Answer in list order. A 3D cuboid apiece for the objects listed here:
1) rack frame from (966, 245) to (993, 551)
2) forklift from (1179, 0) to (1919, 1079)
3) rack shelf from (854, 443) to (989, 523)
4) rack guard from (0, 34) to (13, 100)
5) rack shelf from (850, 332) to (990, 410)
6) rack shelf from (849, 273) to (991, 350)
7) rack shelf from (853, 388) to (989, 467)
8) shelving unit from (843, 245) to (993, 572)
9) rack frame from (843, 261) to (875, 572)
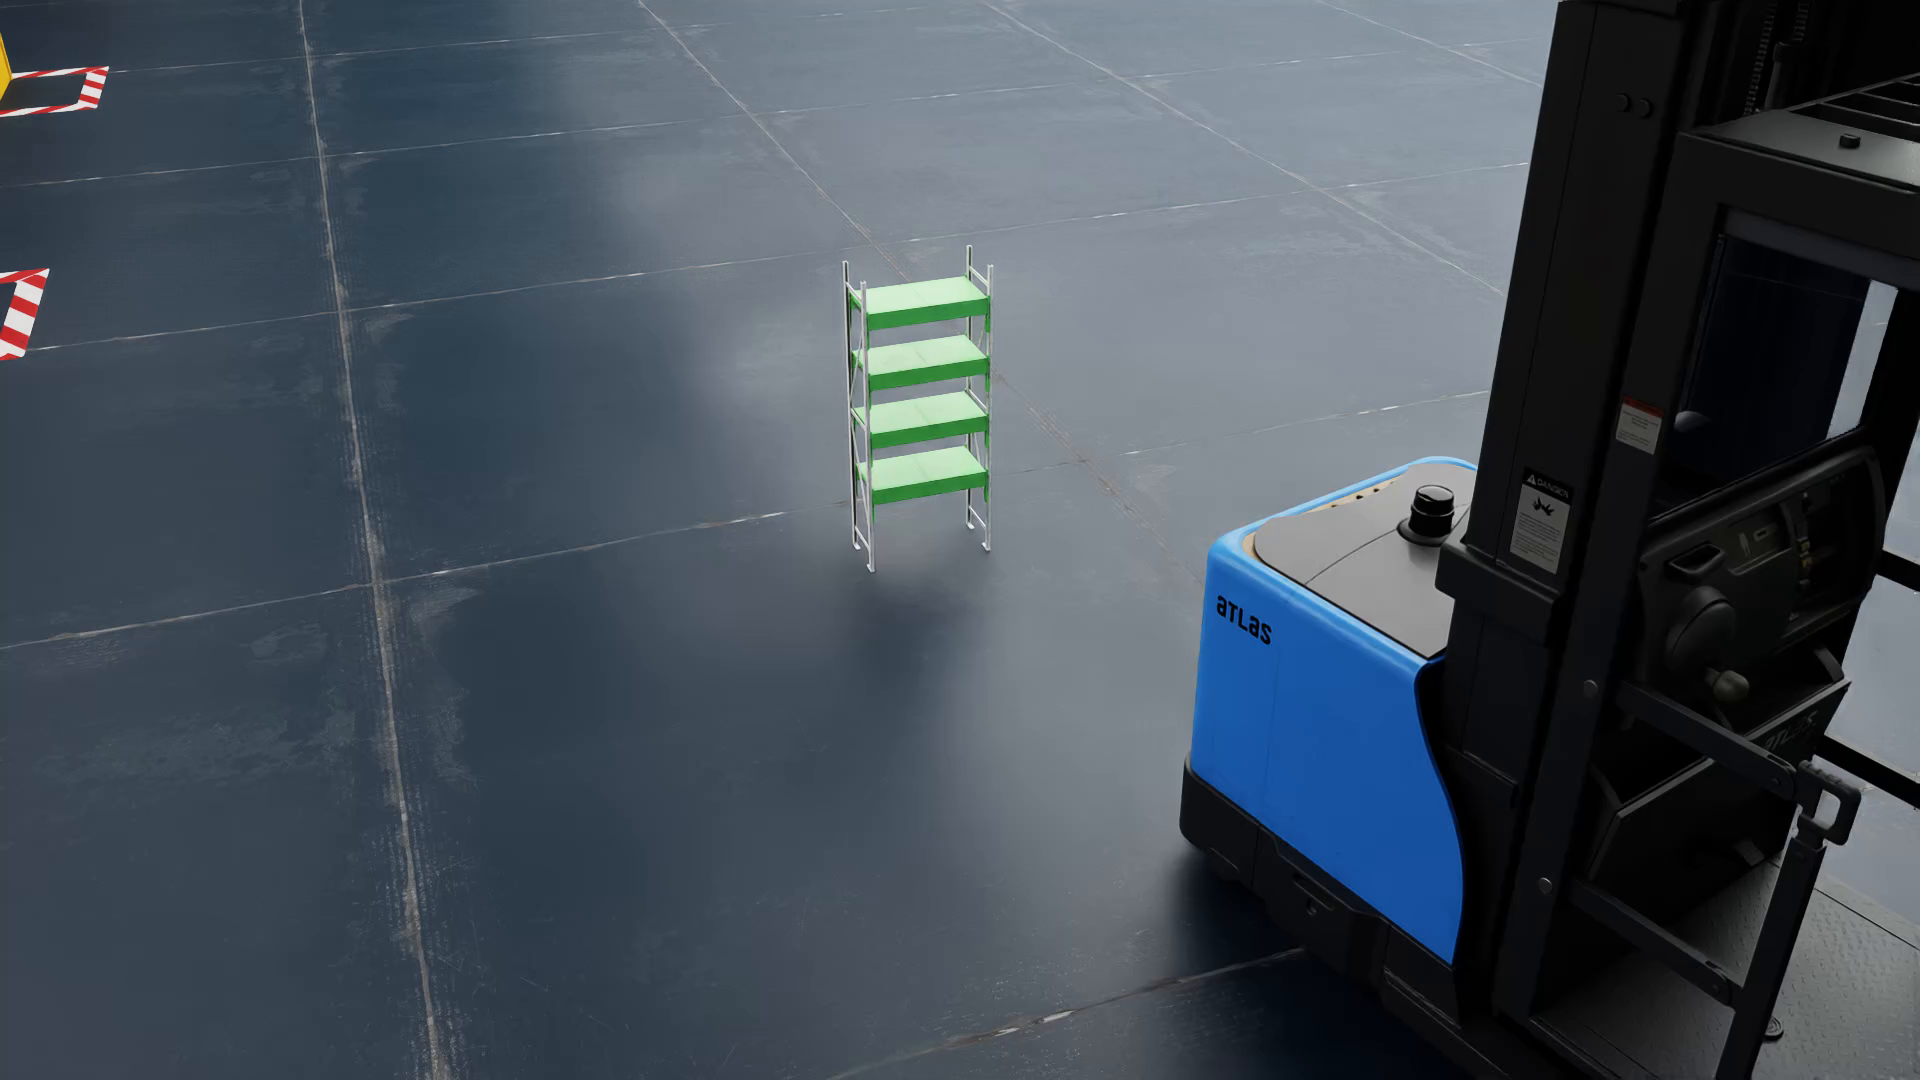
[{"bbox_3d":[0.074,-0.535,6.477,0.015,1.200,0.240,-10,31,-18],"label":"rack frame"},{"bbox_3d":[1.927,0.116,3.585,1.130,2.935,3.031,-19,35,-30],"label":"forklift"},{"bbox_3d":[-0.155,-0.229,6.553,0.480,0.148,0.258,-10,31,-18],"label":"rack shelf"},{"bbox_3d":[-7.477,-3.599,12.563,0.348,0.500,1.175,-10,31,-18],"label":"rack guard"},{"bbox_3d":[-0.155,-0.646,6.316,0.480,0.148,0.258,-10,31,-18],"label":"rack shelf"},{"bbox_3d":[-0.155,-0.854,6.197,0.480,0.148,0.258,-10,31,-18],"label":"rack shelf"},{"bbox_3d":[-0.155,-0.437,6.434,0.480,0.148,0.258,-10,31,-18],"label":"rack shelf"},{"bbox_3d":[-0.155,-0.493,6.403,0.503,1.200,0.258,-10,31,-18],"label":"shelving unit"},{"bbox_3d":[-0.384,-0.451,6.329,0.015,1.200,0.240,-10,31,-18],"label":"rack frame"}]
